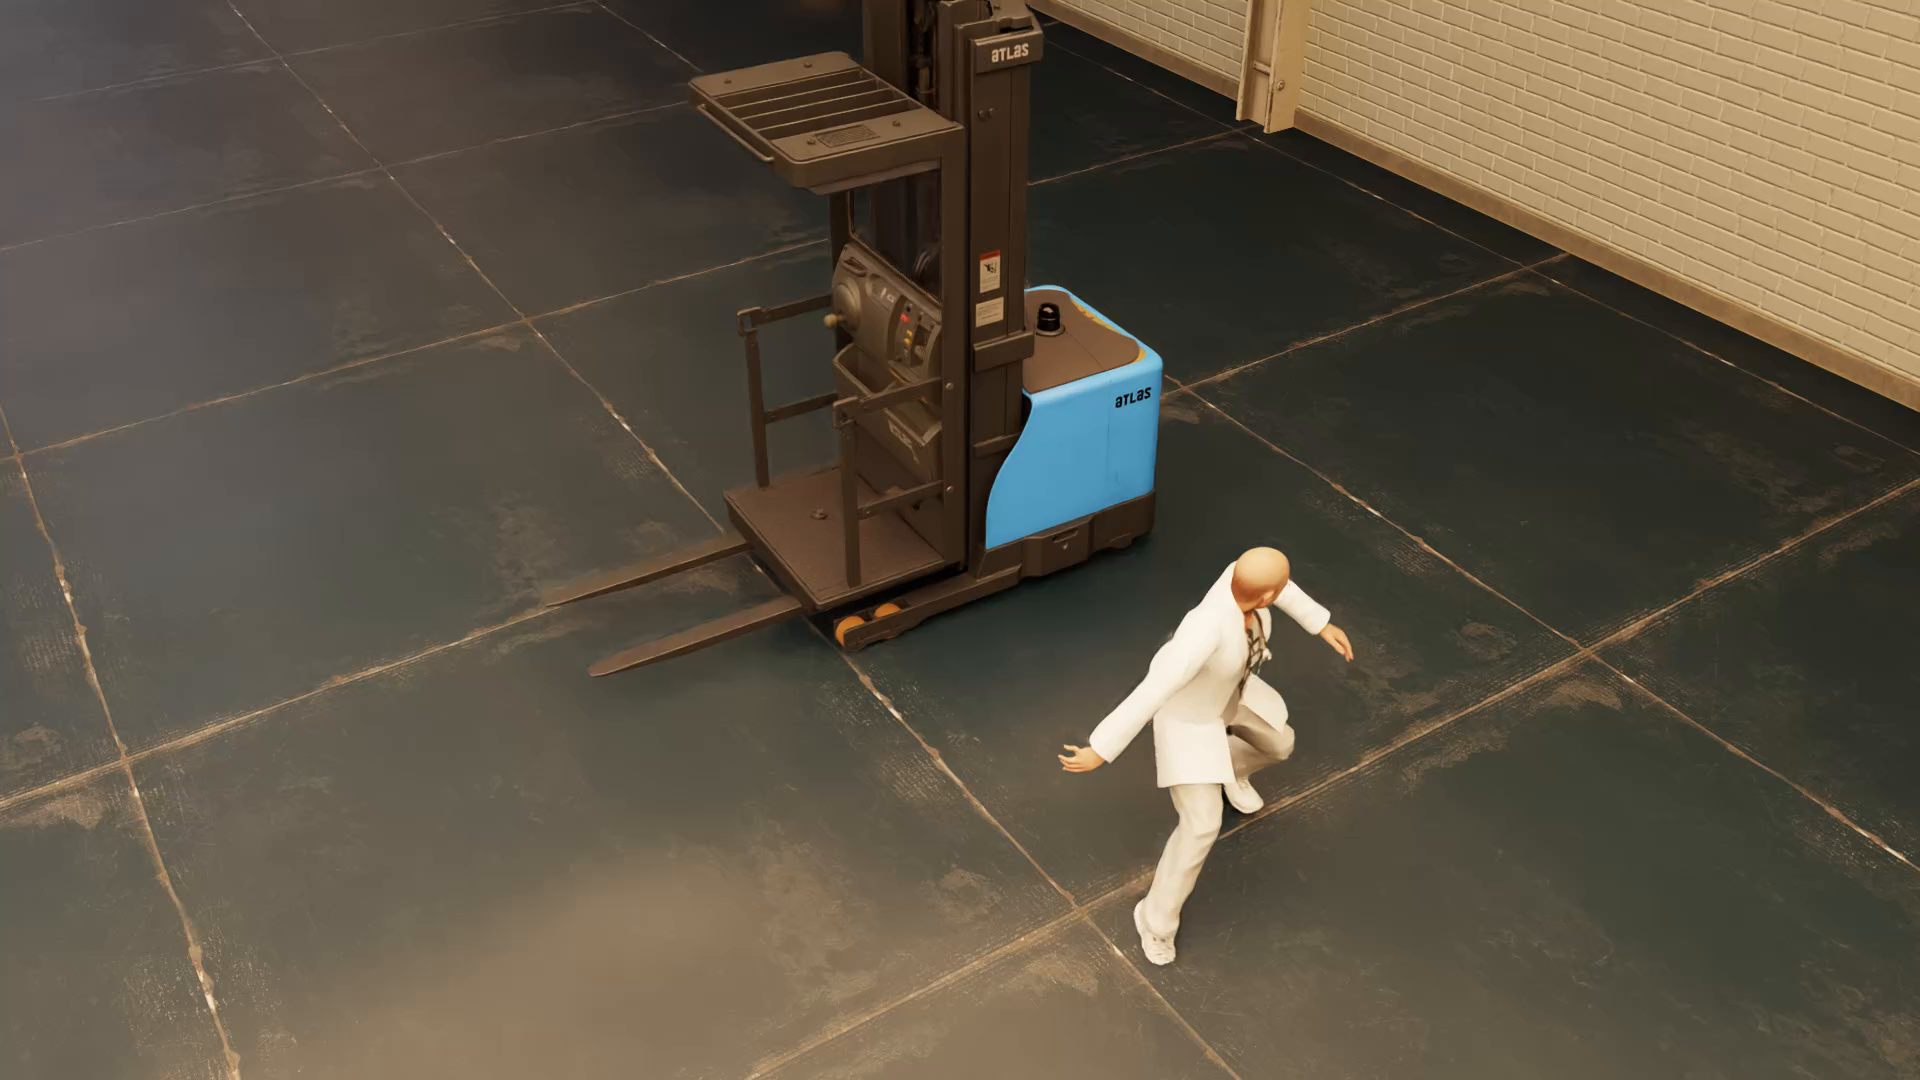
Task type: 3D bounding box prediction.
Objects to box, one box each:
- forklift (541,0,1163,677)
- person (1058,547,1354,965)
[{"bbox_3d":[-0.522,-1.016,7.593,3.031,2.935,1.130,-19,39,-25],"label":"forklift"},{"bbox_3d":[0.948,0.736,6.359,0.602,1.741,1.143,27,43,32],"label":"person"}]
